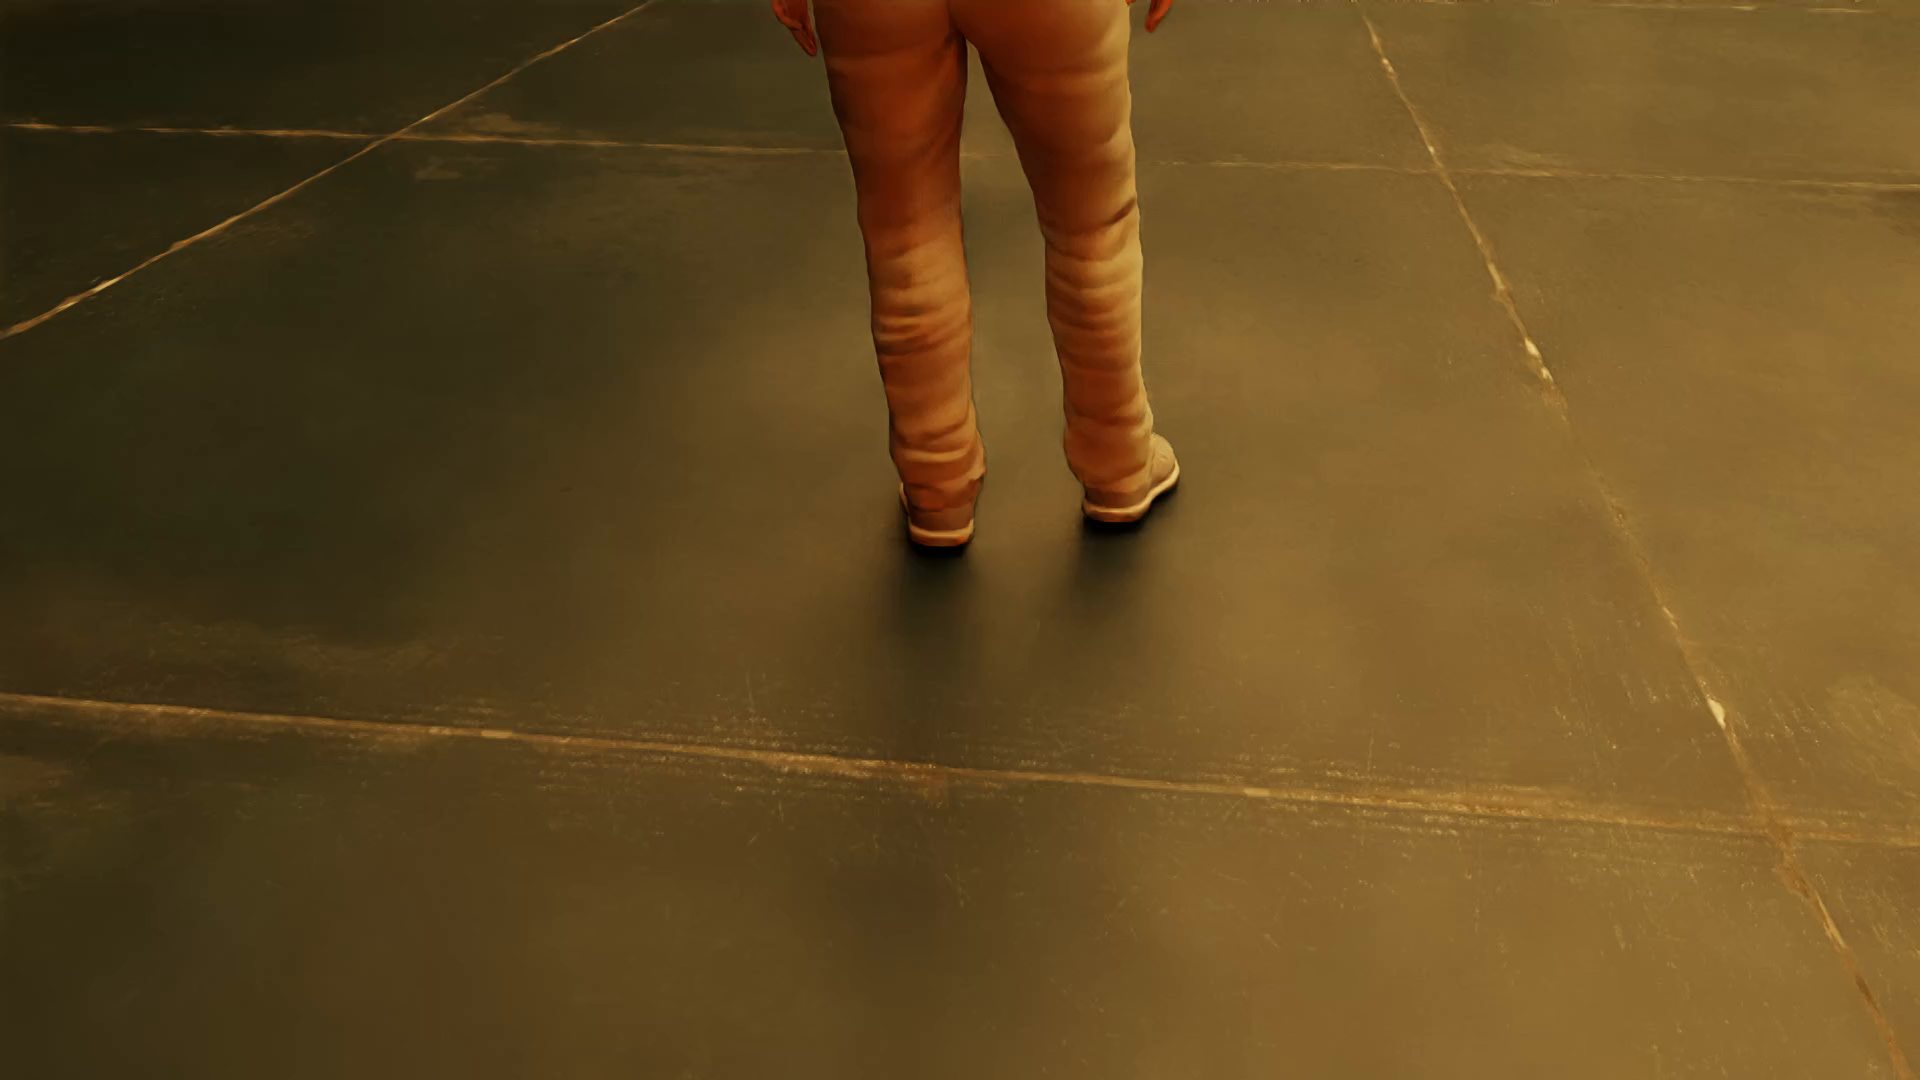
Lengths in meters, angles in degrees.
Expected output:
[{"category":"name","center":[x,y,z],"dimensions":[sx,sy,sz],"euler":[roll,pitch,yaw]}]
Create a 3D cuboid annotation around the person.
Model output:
[{"category":"person","center":[0.033,-0.785,2.190],"dimensions":[0.598,1.669,0.529],"euler":[3,27,7]}]
